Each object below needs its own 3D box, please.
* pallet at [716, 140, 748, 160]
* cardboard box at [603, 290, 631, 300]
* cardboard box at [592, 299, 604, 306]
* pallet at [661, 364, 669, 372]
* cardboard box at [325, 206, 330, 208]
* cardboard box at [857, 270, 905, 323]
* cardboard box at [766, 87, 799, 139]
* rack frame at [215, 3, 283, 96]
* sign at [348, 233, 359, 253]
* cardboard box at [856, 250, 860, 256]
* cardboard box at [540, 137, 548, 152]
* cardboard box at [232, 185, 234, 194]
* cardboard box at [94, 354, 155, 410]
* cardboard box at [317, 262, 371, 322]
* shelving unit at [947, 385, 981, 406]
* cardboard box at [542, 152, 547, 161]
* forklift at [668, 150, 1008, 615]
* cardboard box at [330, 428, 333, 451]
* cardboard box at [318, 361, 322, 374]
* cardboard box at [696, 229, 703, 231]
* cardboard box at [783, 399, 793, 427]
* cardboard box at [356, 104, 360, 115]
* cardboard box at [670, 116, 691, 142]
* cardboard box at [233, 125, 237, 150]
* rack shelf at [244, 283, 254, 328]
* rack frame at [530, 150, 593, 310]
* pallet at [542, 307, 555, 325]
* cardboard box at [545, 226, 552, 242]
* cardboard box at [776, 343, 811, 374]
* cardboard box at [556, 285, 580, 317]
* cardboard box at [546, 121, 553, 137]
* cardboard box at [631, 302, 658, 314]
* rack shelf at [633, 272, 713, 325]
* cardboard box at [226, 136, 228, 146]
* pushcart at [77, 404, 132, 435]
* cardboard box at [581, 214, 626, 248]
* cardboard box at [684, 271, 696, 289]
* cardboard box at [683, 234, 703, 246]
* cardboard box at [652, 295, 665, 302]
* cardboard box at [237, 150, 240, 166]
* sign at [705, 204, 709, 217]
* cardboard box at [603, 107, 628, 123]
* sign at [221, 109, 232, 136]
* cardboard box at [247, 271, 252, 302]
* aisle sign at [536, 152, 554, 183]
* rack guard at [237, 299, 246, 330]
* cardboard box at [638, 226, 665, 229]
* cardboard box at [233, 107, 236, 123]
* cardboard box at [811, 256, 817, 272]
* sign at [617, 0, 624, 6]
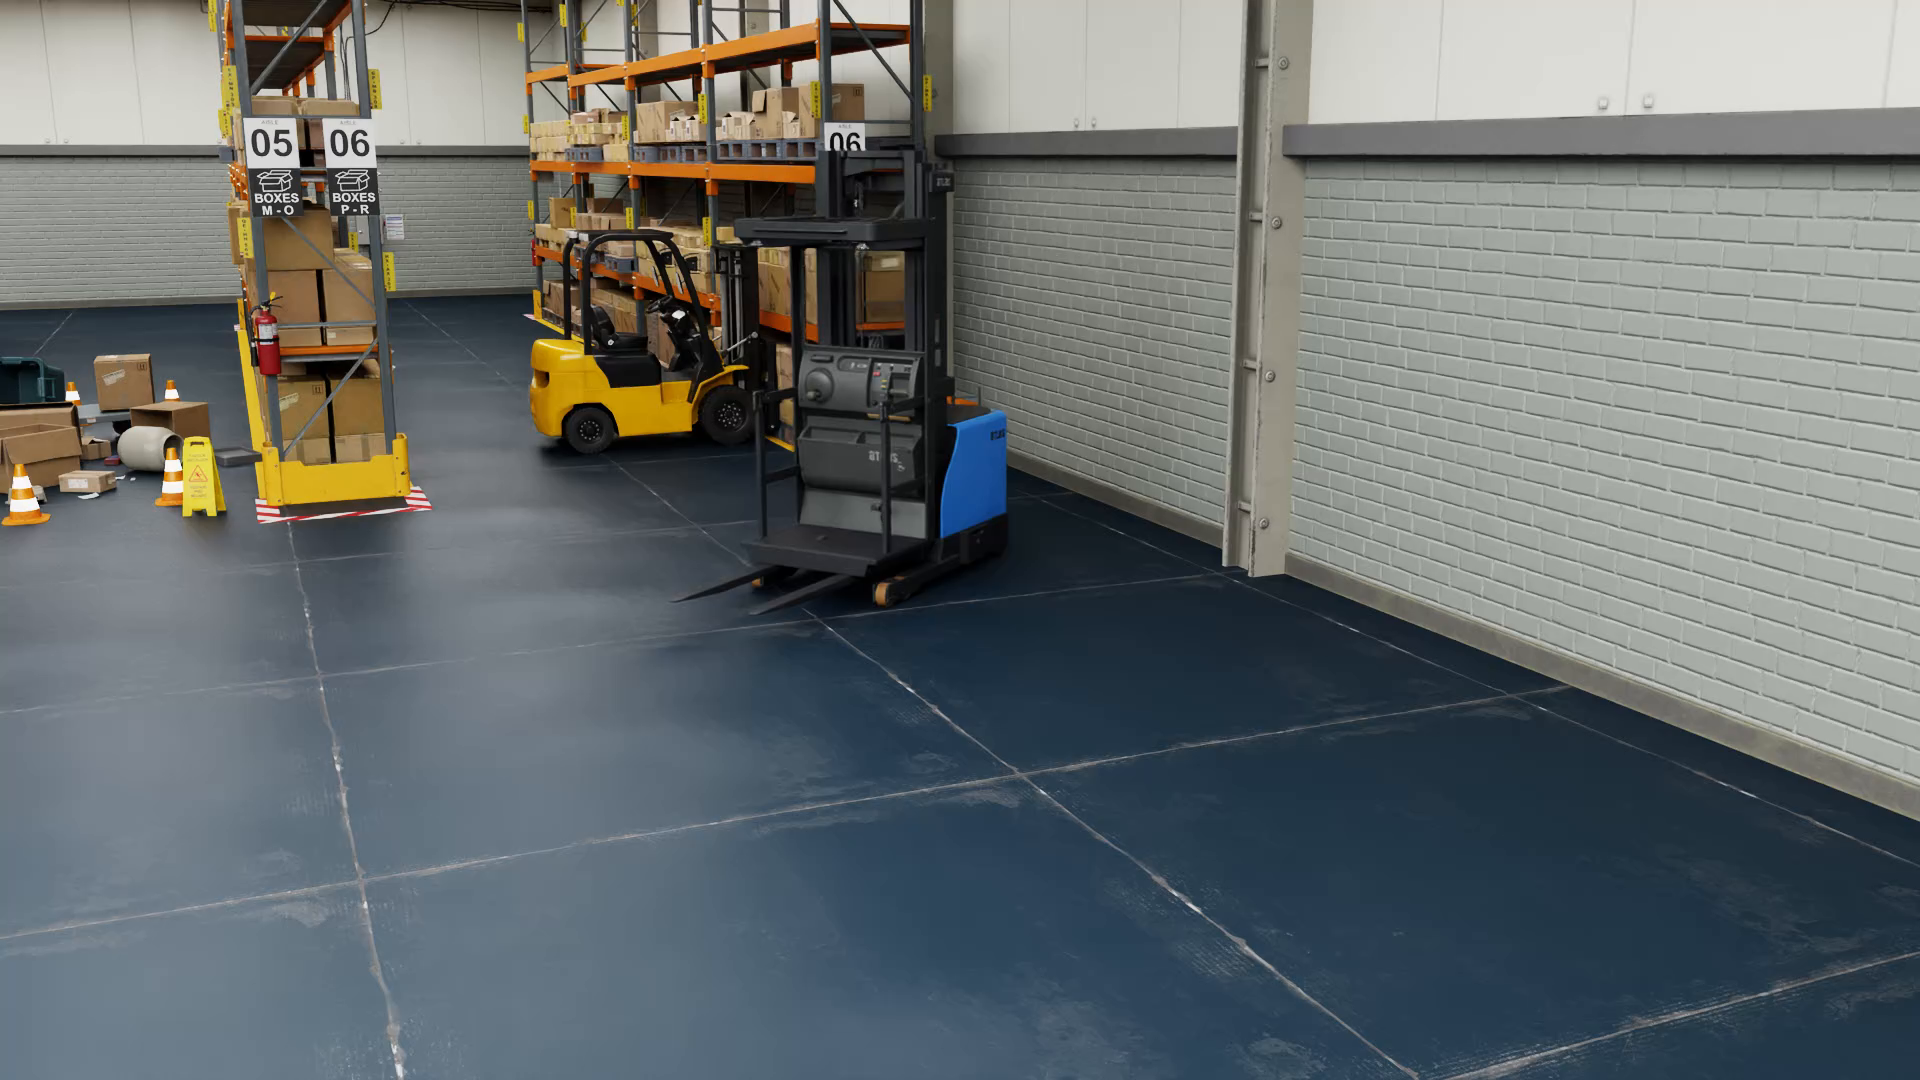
[{"bbox_3d":[-2.066,-4.339,18.507,1.003,0.211,1.213,-6,14,-23],"label":"pallet"},{"bbox_3d":[-5.318,-3.794,25.784,0.380,0.149,0.250,-6,14,-24],"label":"cardboard box"},{"bbox_3d":[-5.426,-3.504,25.972,0.500,0.500,0.500,-6,14,-24],"label":"cardboard box"},{"bbox_3d":[-3.255,-2.137,21.634,1.003,0.211,1.213,-6,14,-23],"label":"pallet"},{"bbox_3d":[-7.666,-3.873,19.702,0.380,0.149,0.250,-6,14,-26],"label":"cardboard box"},{"bbox_3d":[-0.773,-2.444,16.556,0.500,0.500,0.500,-5,14,-21],"label":"cardboard box"},{"bbox_3d":[-1.548,-4.321,16.861,0.700,0.500,0.500,-6,14,-23],"label":"cardboard box"},{"bbox_3d":[-11.785,-8.047,27.682,1.000,3.000,0.127,-6,14,-23],"label":"rack frame"},{"bbox_3d":[-6.484,-3.118,17.767,0.100,0.325,0.005,-6,14,-23],"label":"sign"},{"bbox_3d":[-1.165,-2.832,16.136,0.380,0.149,0.250,-6,14,-23],"label":"cardboard box"},{"bbox_3d":[-6.895,-6.780,28.534,0.500,0.250,0.500,-6,14,-25],"label":"cardboard box"},{"bbox_3d":[-11.313,-5.554,26.336,0.380,0.149,0.250,-6,14,-24],"label":"cardboard box"},{"bbox_3d":[-8.597,-1.629,17.122,0.500,0.500,0.500,-6,14,-23],"label":"cardboard box"},{"bbox_3d":[-5.521,-2.242,15.023,0.500,0.500,0.500,-5,14,-21],"label":"cardboard box"},{"bbox_3d":[-0.056,-0.626,12.913,0.258,1.200,0.503,-6,14,-25],"label":"shelving unit"},{"bbox_3d":[-6.990,-6.605,28.661,0.380,0.149,0.250,-6,14,-23],"label":"cardboard box"},{"bbox_3d":[-0.789,-1.102,11.131,1.130,2.935,3.031,7,15,28],"label":"forklift"},{"bbox_3d":[-5.643,-0.982,15.625,0.500,0.250,0.500,-5,14,-21],"label":"cardboard box"},{"bbox_3d":[-6.084,-1.567,16.493,0.500,0.500,0.500,-5,14,-20],"label":"cardboard box"},{"bbox_3d":[-3.267,-4.028,21.961,0.380,0.149,0.250,-6,14,-23],"label":"cardboard box"},{"bbox_3d":[-1.497,-1.305,17.023,0.500,0.250,0.500,-6,14,-23],"label":"cardboard box"},{"bbox_3d":[-5.522,-3.805,14.792,0.380,0.149,0.250,-6,14,-23],"label":"cardboard box"},{"bbox_3d":[-3.252,-5.052,20.436,0.500,0.311,0.500,-6,14,-25],"label":"cardboard box"},{"bbox_3d":[-7.052,-4.063,16.792,0.500,0.250,0.500,-6,14,-24],"label":"cardboard box"},{"bbox_3d":[-7.779,-2.708,19.513,1.077,0.370,4.000,-6,14,-23],"label":"rack shelf"},{"bbox_3d":[-7.238,-5.573,30.299,1.000,3.000,0.127,-6,14,-23],"label":"rack frame"},{"bbox_3d":[-6.887,-4.034,29.834,1.003,0.211,1.213,-6,14,-23],"label":"pallet"},{"bbox_3d":[-6.895,-5.319,28.871,0.500,0.250,0.500,-6,14,-24],"label":"cardboard box"},{"bbox_3d":[-1.720,-1.895,17.356,0.500,0.250,0.500,-5,14,-22],"label":"cardboard box"},{"bbox_3d":[-6.653,-4.127,28.661,0.500,0.500,0.500,-5,14,-22],"label":"cardboard box"},{"bbox_3d":[-6.677,-6.922,28.038,0.500,0.250,0.500,-5,14,-21],"label":"cardboard box"},{"bbox_3d":[-4.463,-3.303,23.661,0.380,0.149,0.250,-6,14,-26],"label":"cardboard box"},{"bbox_3d":[-3.232,-3.157,21.453,1.077,0.370,4.000,-6,14,-23],"label":"rack shelf"},{"bbox_3d":[-9.996,-5.557,23.162,0.380,0.166,0.250,-7,15,-27],"label":"cardboard box"},{"bbox_3d":[-9.047,-1.151,17.008,1.648,0.377,0.936,-12,18,-42],"label":"pushcart"},{"bbox_3d":[-5.439,-4.773,25.688,0.700,0.500,0.500,-5,14,-22],"label":"cardboard box"},{"bbox_3d":[-3.079,-3.205,20.398,0.500,0.250,0.500,-6,14,-23],"label":"cardboard box"},{"bbox_3d":[-3.215,-3.719,20.624,0.380,0.149,0.250,-6,14,-24],"label":"cardboard box"},{"bbox_3d":[-4.384,-3.575,24.838,0.380,0.149,0.250,-6,14,-24],"label":"cardboard box"},{"bbox_3d":[-6.641,-3.623,15.778,0.380,0.149,0.250,-6,14,-24],"label":"cardboard box"},{"bbox_3d":[-3.526,-4.536,23.247,0.100,0.325,0.005,-6,14,-23],"label":"sign"},{"bbox_3d":[-5.314,-6.577,25.810,0.396,0.266,0.258,-6,14,-23],"label":"cardboard box"},{"bbox_3d":[-9.092,-5.175,20.602,0.100,0.325,0.005,-6,14,-23],"label":"sign"},{"bbox_3d":[-7.057,-2.723,17.100,0.500,0.500,0.500,-6,14,-23],"label":"cardboard box"},{"bbox_3d":[-7.534,-6.828,29.952,0.394,0.787,0.004,-6,14,-23],"label":"aisle sign"},{"bbox_3d":[-11.794,-3.912,28.662,1.175,0.500,0.348,-6,14,-23],"label":"rack guard"},{"bbox_3d":[-4.176,-4.193,22.674,0.380,0.149,0.250,-5,14,-21],"label":"cardboard box"},{"bbox_3d":[-6.841,-4.115,16.133,0.380,0.149,0.250,-6,14,-23],"label":"cardboard box"},{"bbox_3d":[-1.224,-2.679,16.132,0.380,0.149,0.250,-5,14,-22],"label":"cardboard box"},{"bbox_3d":[-4.527,-7.286,22.146,0.100,0.325,0.005,-6,14,-23],"label":"sign"}]
